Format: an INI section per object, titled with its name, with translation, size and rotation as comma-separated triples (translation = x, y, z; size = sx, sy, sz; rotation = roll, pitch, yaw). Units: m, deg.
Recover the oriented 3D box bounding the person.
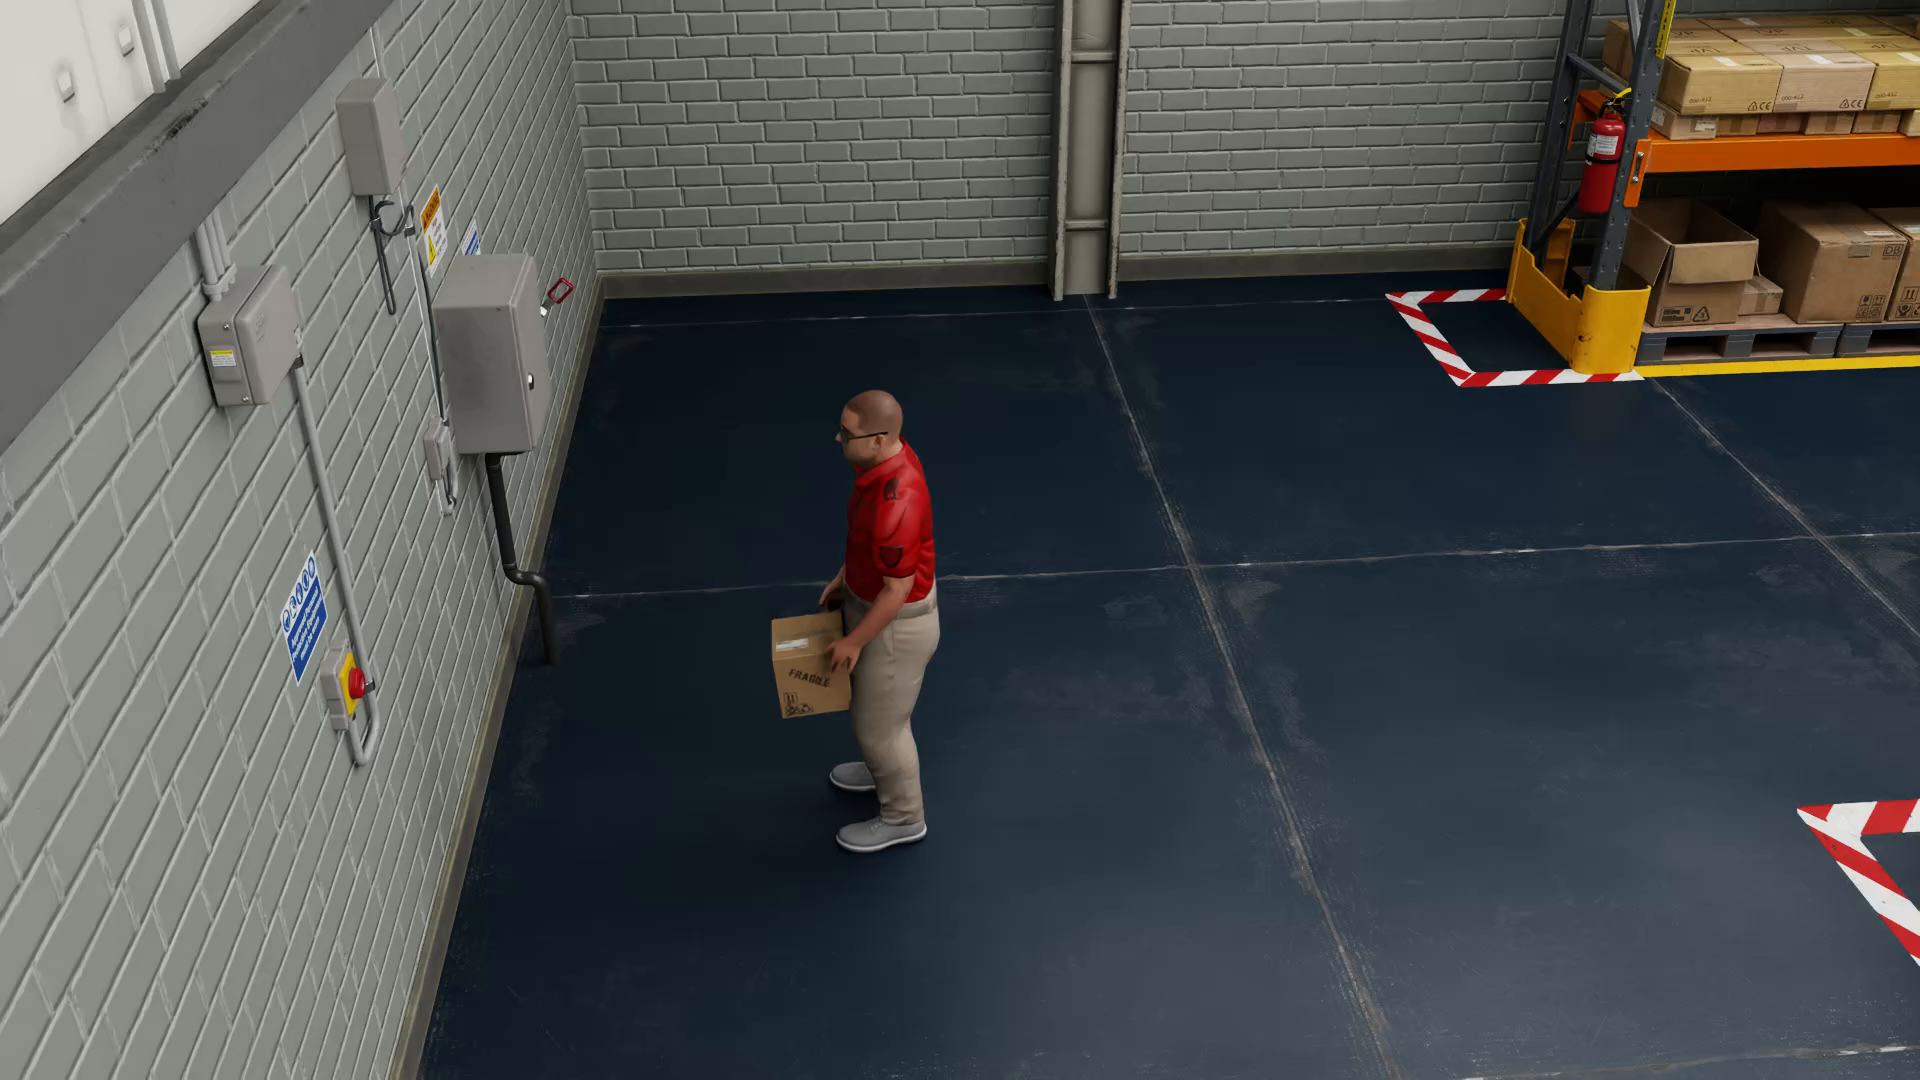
[person]
translation = -0.278, 0.271, 5.687
size = 0.405, 1.732, 0.547
rotation = -3, 31, -6
